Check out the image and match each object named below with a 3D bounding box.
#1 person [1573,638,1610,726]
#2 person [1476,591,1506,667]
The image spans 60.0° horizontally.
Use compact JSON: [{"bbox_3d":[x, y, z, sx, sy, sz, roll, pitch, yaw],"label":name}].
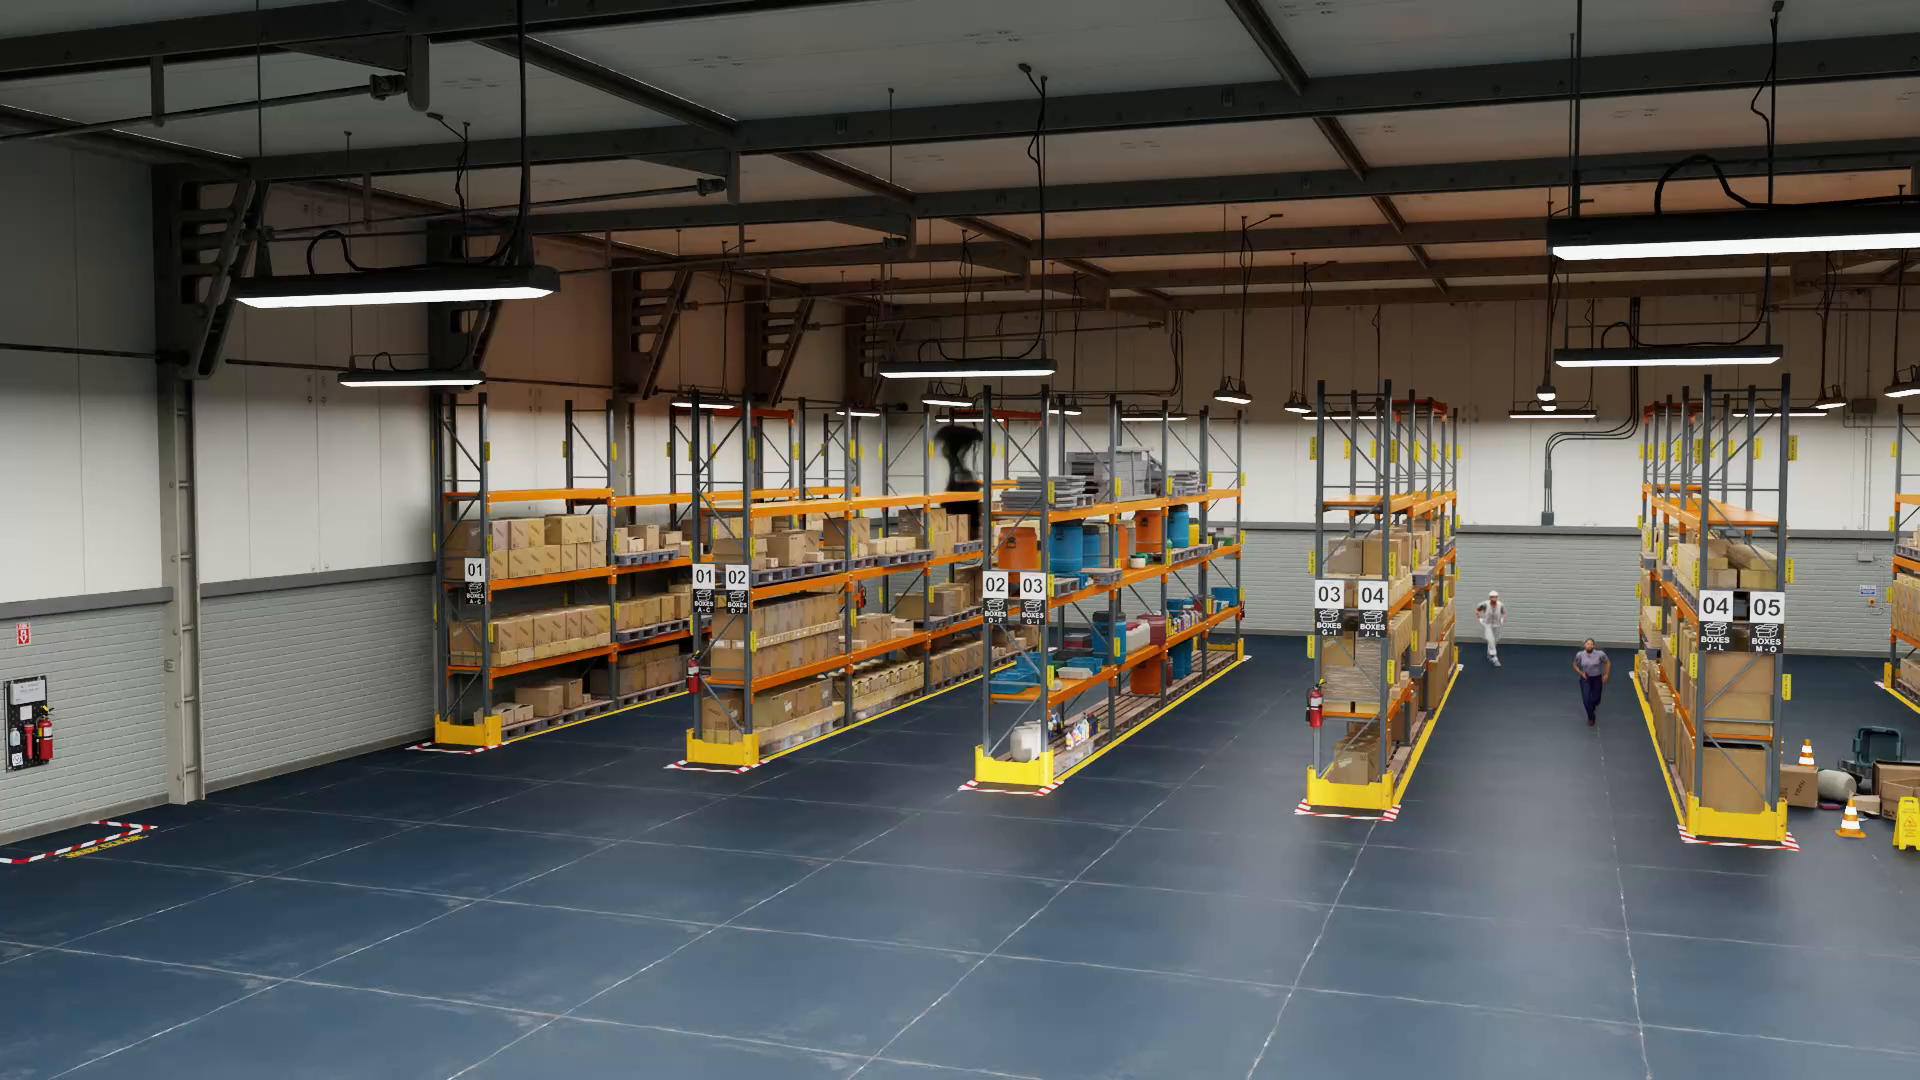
[{"bbox_3d":[11.600,2.601,30.559,0.641,1.609,0.659,1,3,19],"label":"person"},{"bbox_3d":[12.442,2.050,38.961,0.681,1.748,1.016,0,3,4],"label":"person"}]
